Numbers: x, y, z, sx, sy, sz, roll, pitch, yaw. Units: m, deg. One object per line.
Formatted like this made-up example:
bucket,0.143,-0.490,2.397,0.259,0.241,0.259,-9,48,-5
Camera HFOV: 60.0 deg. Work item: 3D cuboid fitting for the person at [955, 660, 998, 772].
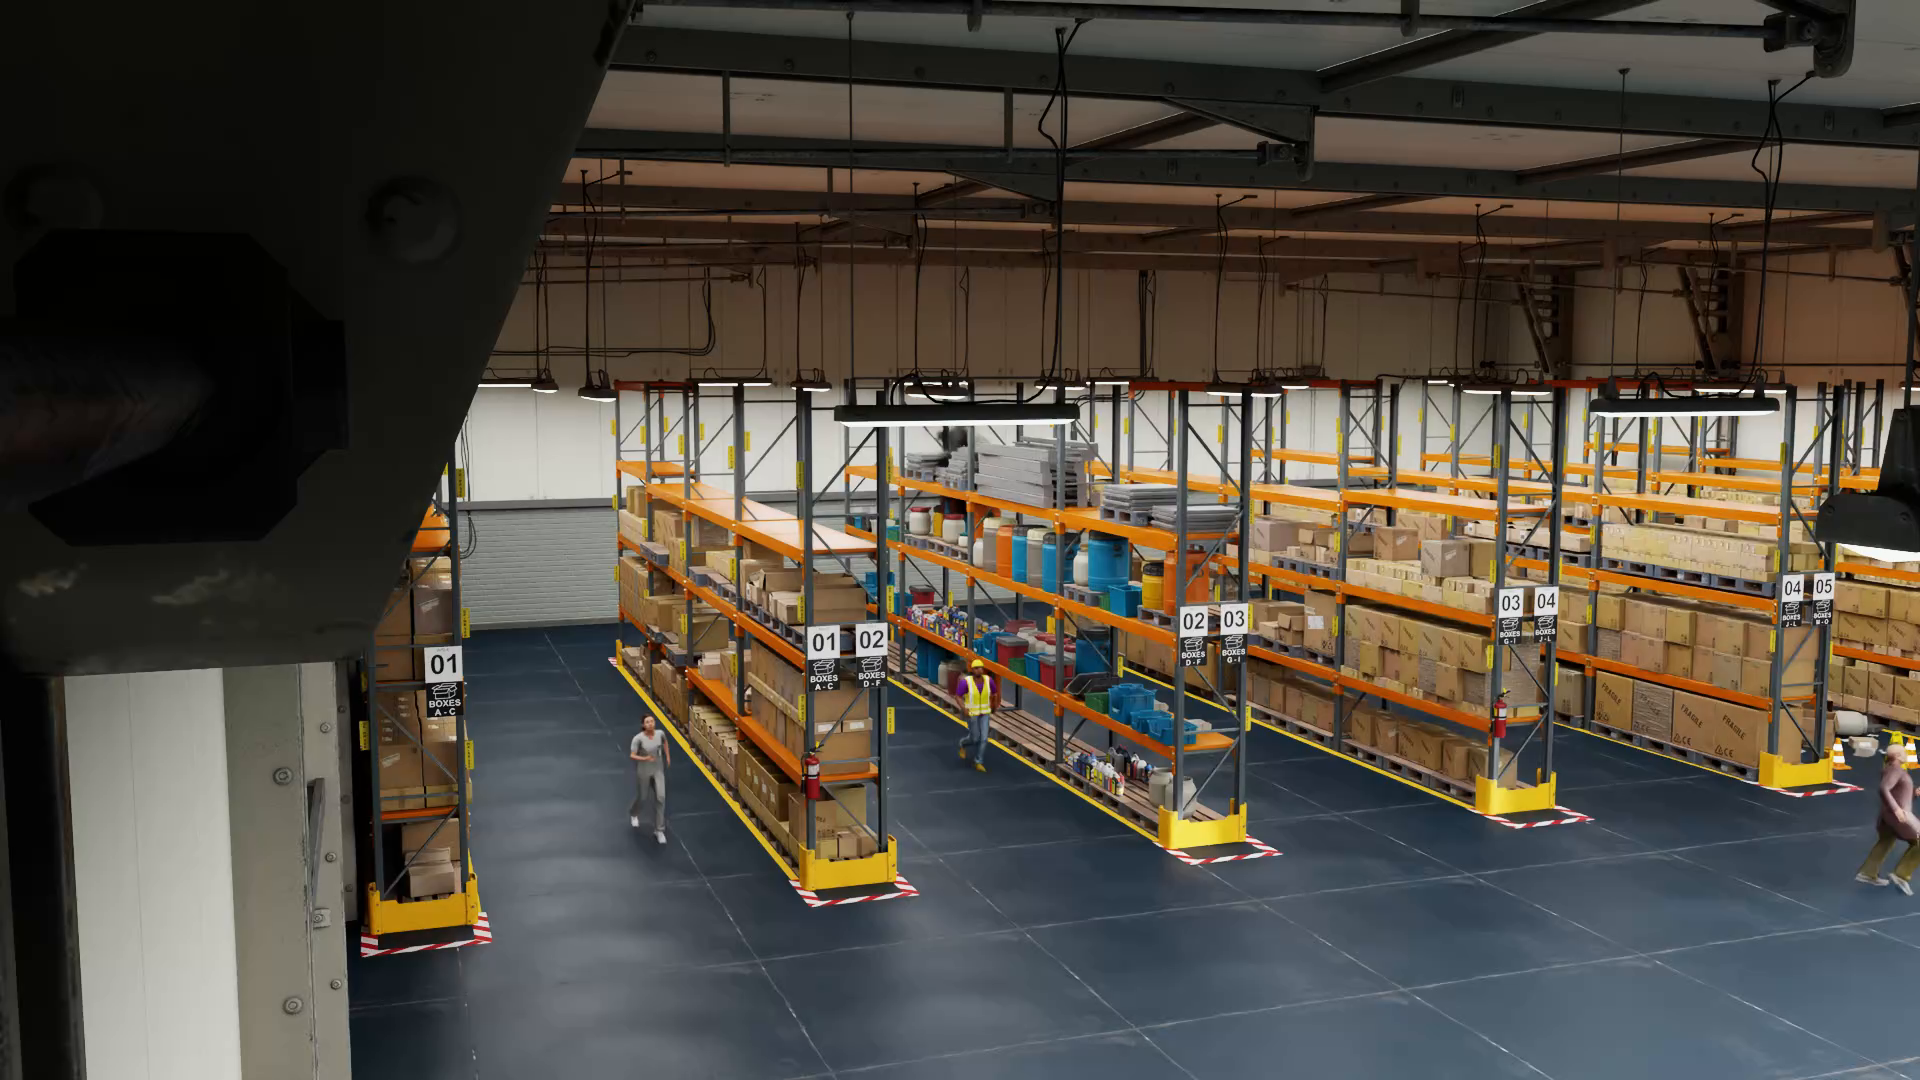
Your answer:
person,0.280,2.724,26.088,0.698,1.741,0.611,-2,6,-18

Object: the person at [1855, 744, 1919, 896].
person,11.223,3.350,19.930,0.798,1.823,0.671,1,6,9

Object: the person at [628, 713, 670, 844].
person,-4.171,3.141,22.334,0.575,1.695,0.955,-3,7,-26
